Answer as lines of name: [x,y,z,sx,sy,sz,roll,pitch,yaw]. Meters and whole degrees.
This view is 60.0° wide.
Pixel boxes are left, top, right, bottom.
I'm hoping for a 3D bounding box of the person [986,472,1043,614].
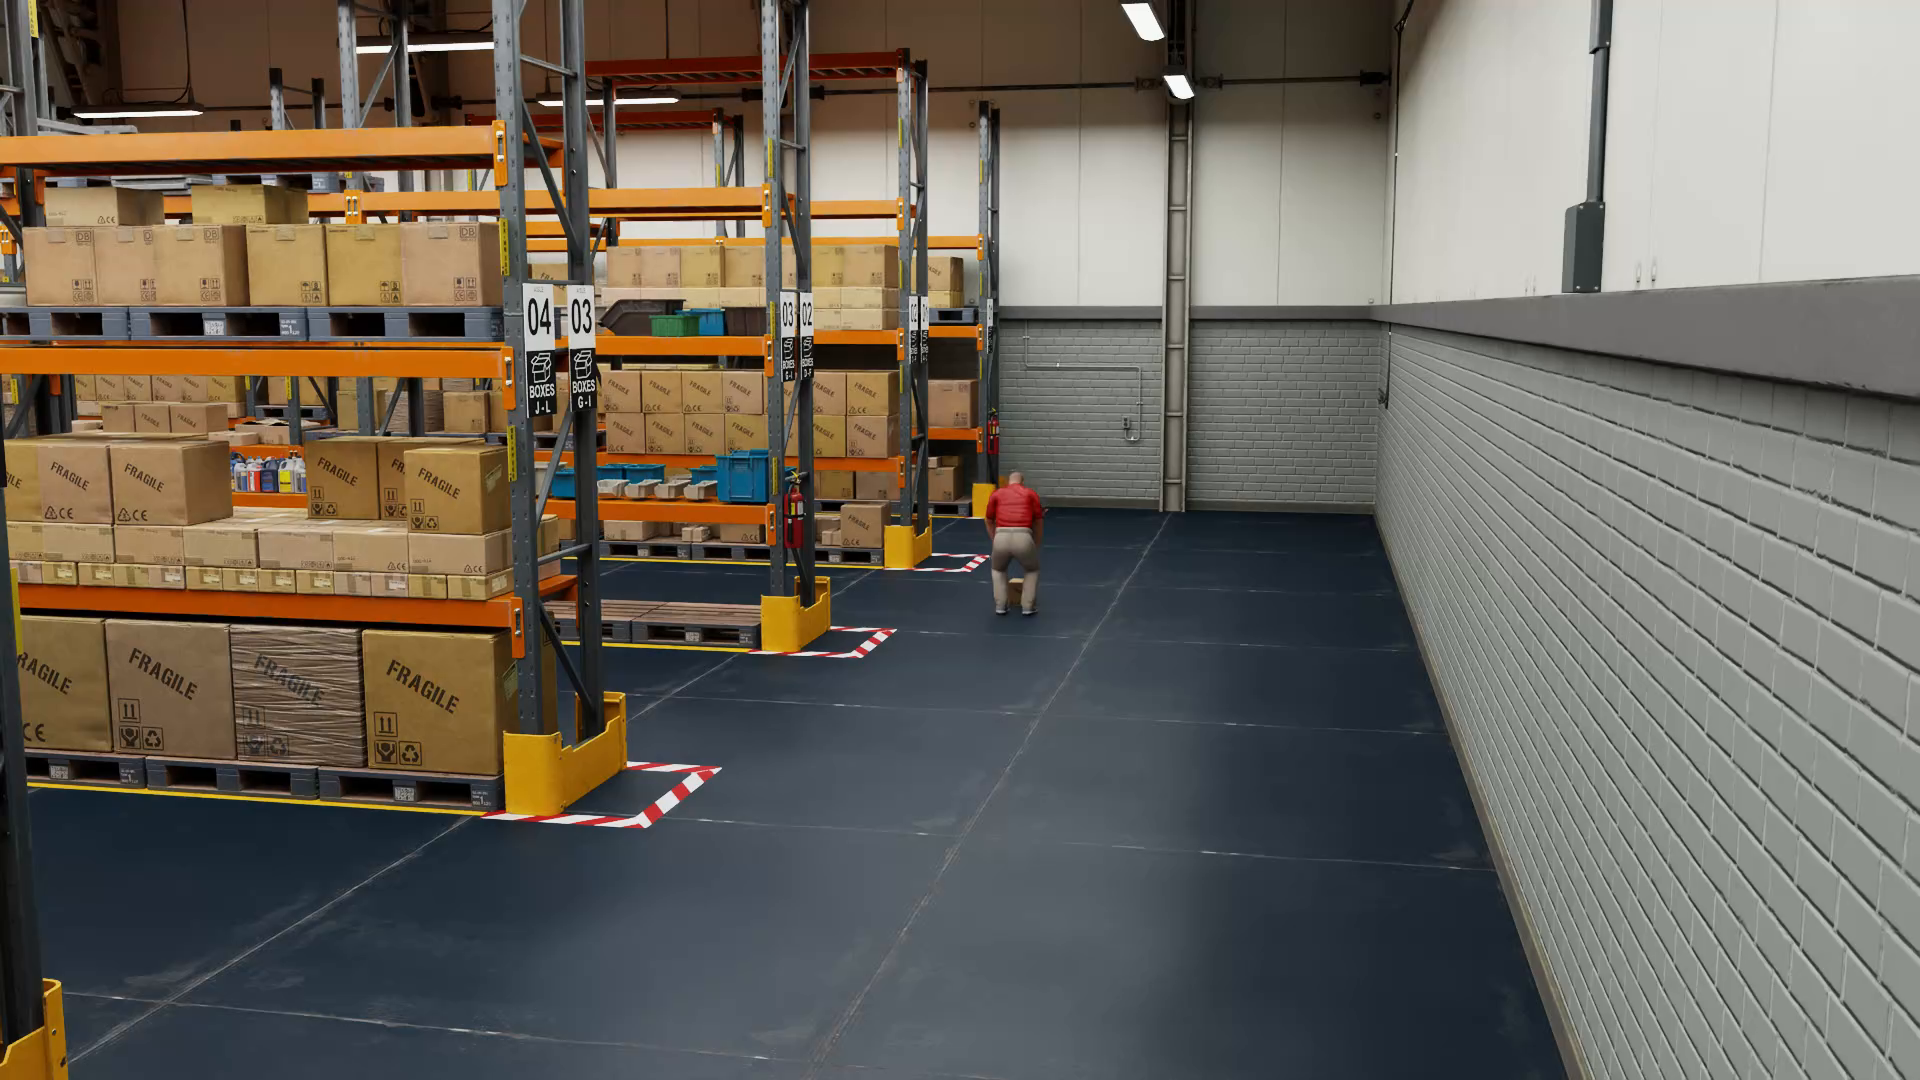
person: [0.532,0.036,16.810,0.590,1.409,0.707,2,8,11]
